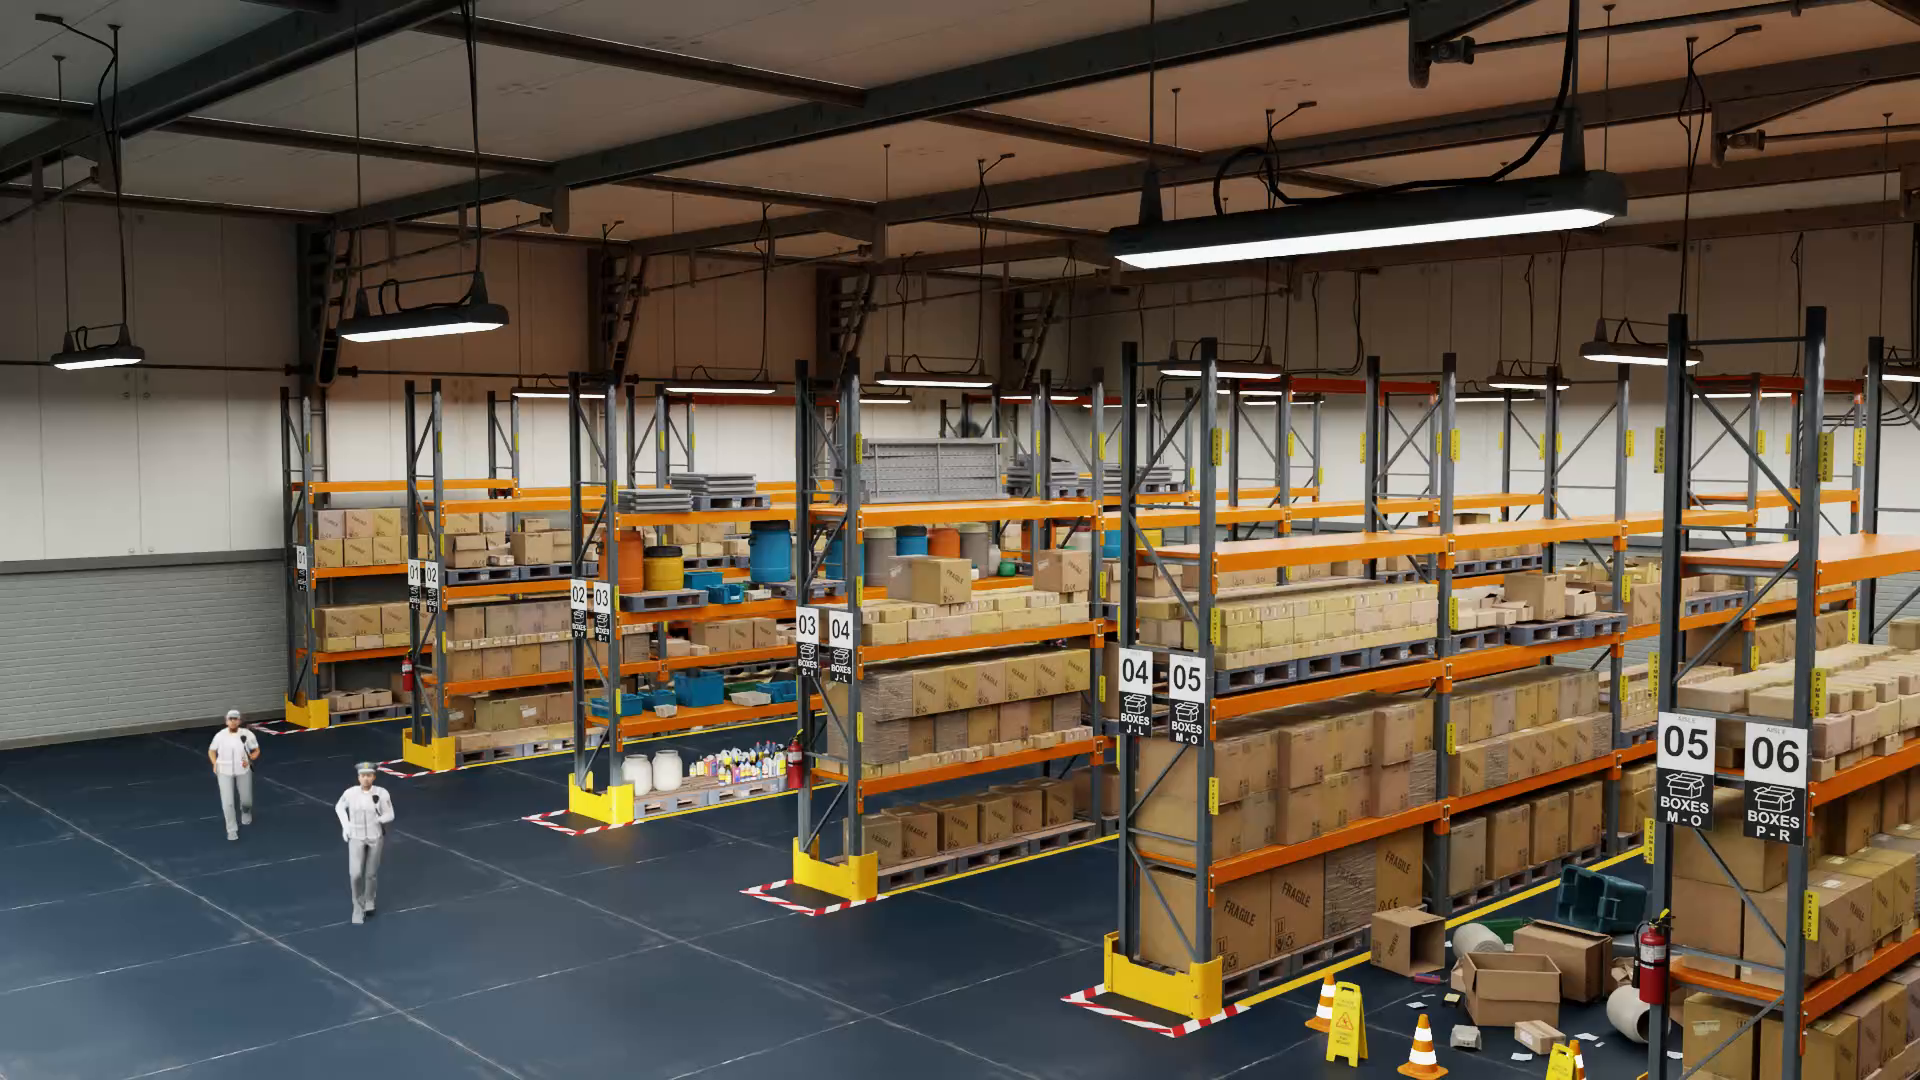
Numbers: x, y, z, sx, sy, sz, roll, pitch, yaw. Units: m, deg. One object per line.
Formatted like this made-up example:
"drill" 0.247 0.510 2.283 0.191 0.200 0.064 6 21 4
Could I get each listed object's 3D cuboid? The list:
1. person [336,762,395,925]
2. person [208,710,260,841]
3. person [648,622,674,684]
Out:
"person" -6.302 3.204 17.643 0.588 1.727 0.715 -1 4 -20
"person" -9.316 2.995 21.347 0.615 1.610 0.727 -1 4 -21
"person" -5.500 2.349 30.884 0.752 1.679 0.669 -4 5 -45
